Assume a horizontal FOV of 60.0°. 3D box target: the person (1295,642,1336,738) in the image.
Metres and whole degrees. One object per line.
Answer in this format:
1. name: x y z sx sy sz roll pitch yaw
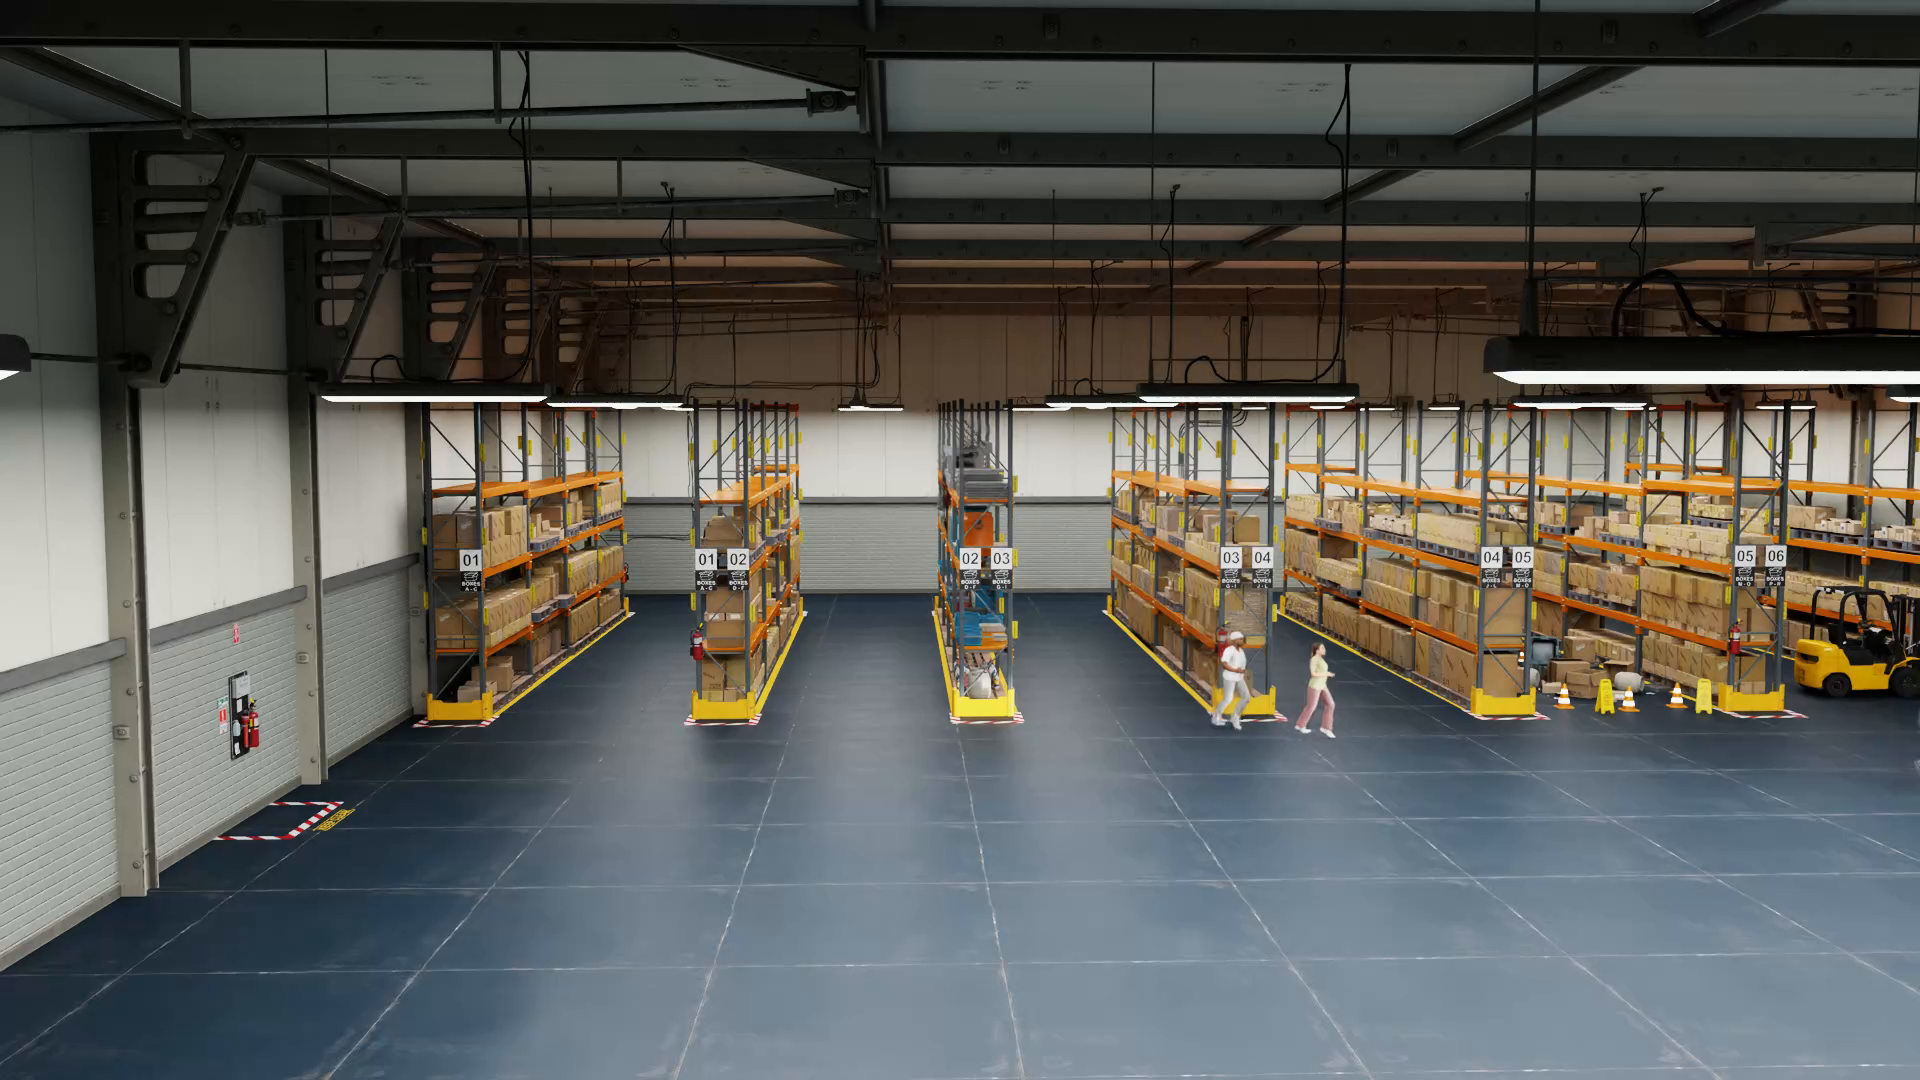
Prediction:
1. person: 6.289 2.652 29.436 0.743 1.717 0.570 3 5 36

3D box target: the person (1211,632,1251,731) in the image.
1. person: 4.989 2.554 30.265 0.689 1.780 0.733 4 6 44
